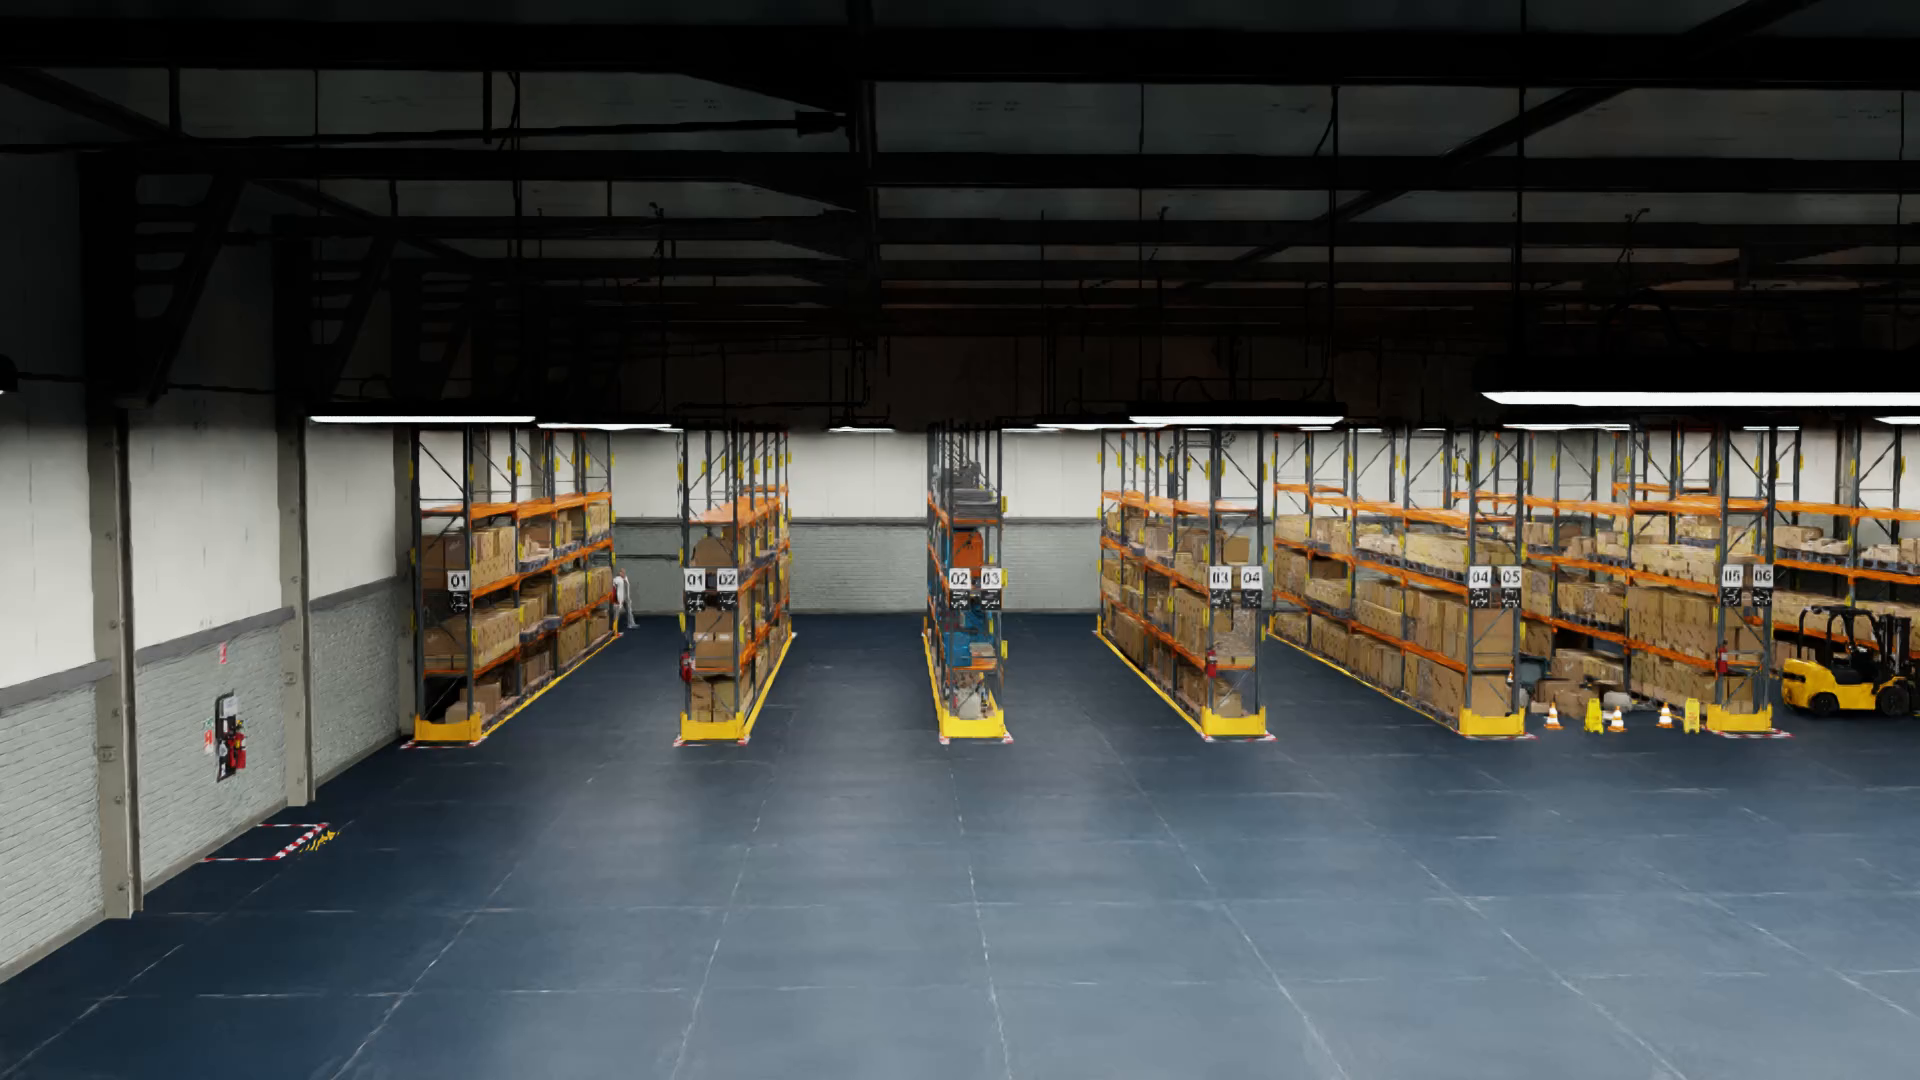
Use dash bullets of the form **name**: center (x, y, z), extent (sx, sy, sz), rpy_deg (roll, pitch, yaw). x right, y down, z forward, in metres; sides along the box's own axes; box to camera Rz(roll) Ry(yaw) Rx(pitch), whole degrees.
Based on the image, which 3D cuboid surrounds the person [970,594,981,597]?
- **person**: center (0.393, 1.905, 46.510), extent (0.407, 1.661, 0.667), rpy_deg (1, 4, 18)

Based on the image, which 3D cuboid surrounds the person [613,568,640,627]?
- **person**: center (-9.865, 1.702, 48.756), extent (0.615, 1.770, 0.772), rpy_deg (3, 5, 37)
